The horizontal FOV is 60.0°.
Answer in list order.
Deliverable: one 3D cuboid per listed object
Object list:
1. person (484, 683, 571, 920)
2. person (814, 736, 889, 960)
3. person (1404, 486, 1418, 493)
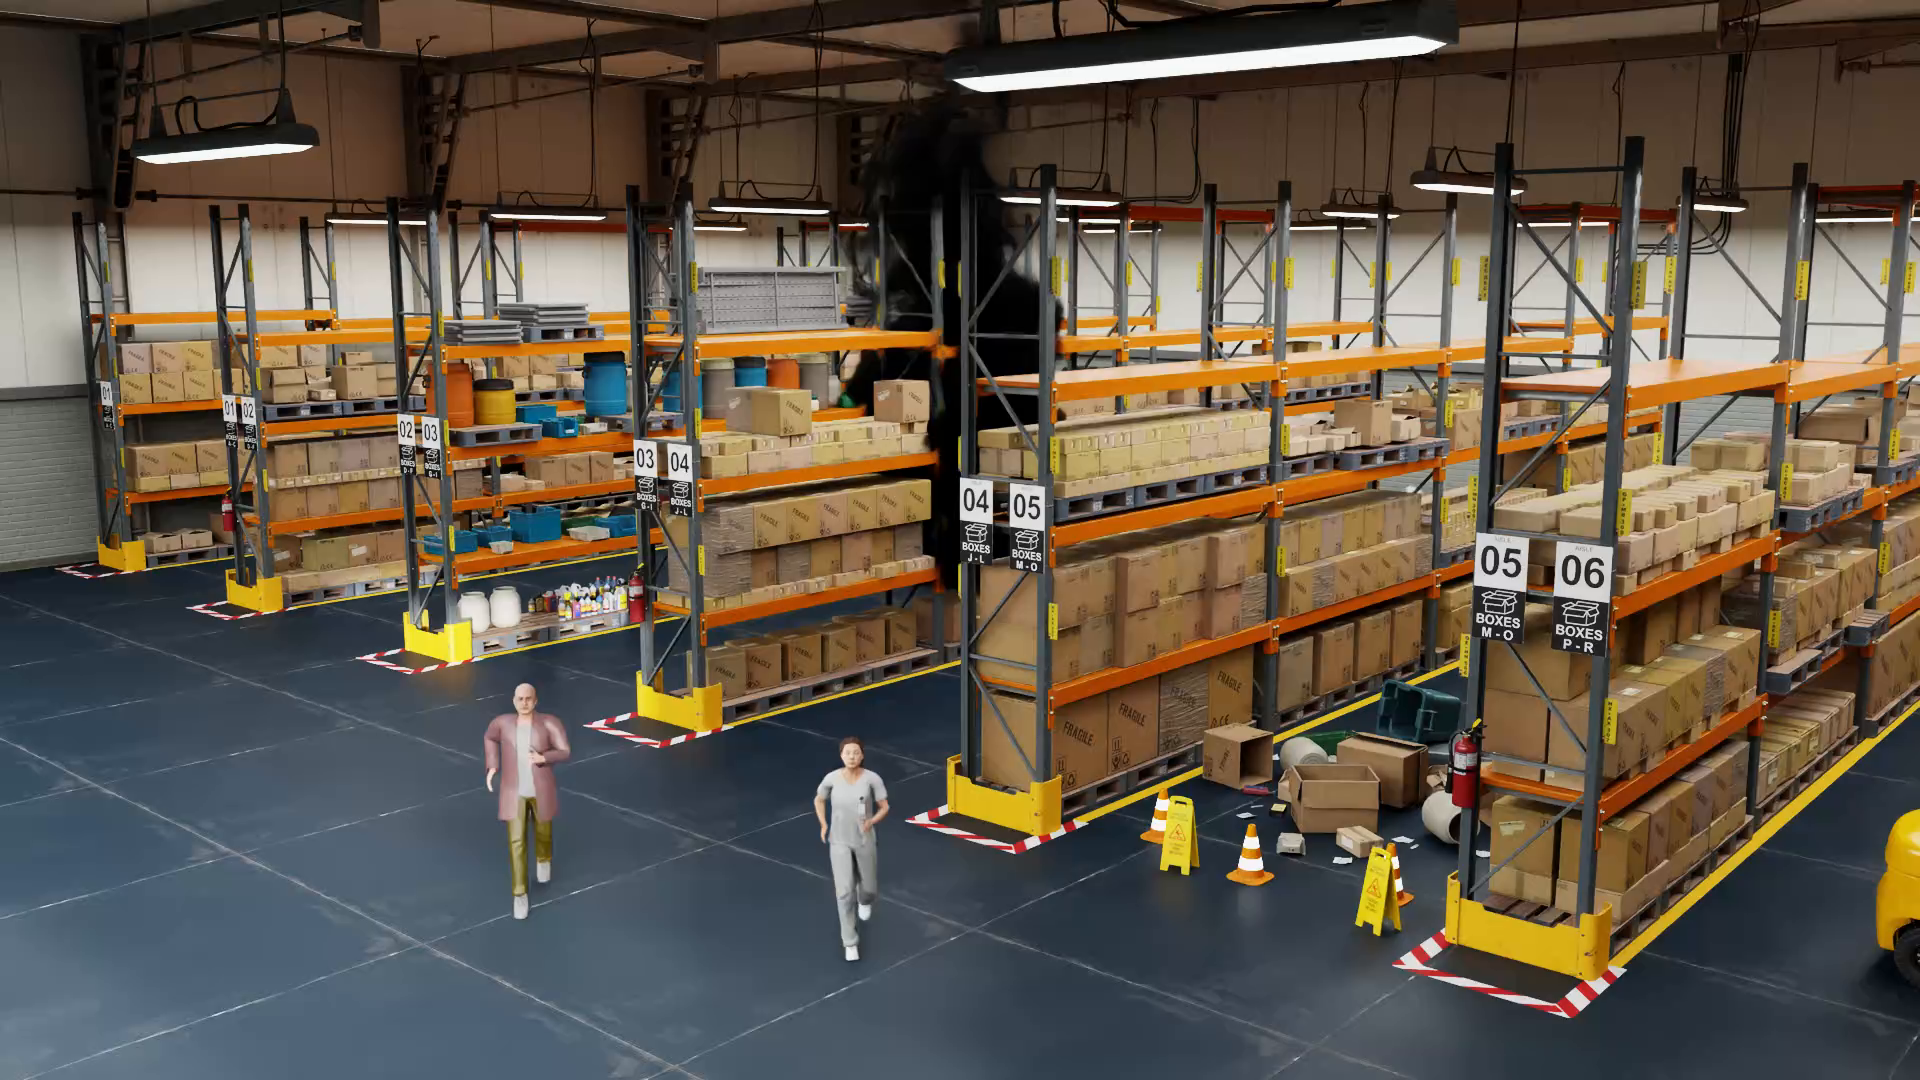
[{"bbox_3d":[-3.502,2.040,13.500,0.697,1.784,1.043,-2,10,-12],"label":"person"},{"bbox_3d":[-0.822,2.290,12.600,0.575,1.635,0.746,0,9,-3],"label":"person"},{"bbox_3d":[6.861,0.071,25.542,0.670,1.828,0.757,7,12,38],"label":"person"}]
